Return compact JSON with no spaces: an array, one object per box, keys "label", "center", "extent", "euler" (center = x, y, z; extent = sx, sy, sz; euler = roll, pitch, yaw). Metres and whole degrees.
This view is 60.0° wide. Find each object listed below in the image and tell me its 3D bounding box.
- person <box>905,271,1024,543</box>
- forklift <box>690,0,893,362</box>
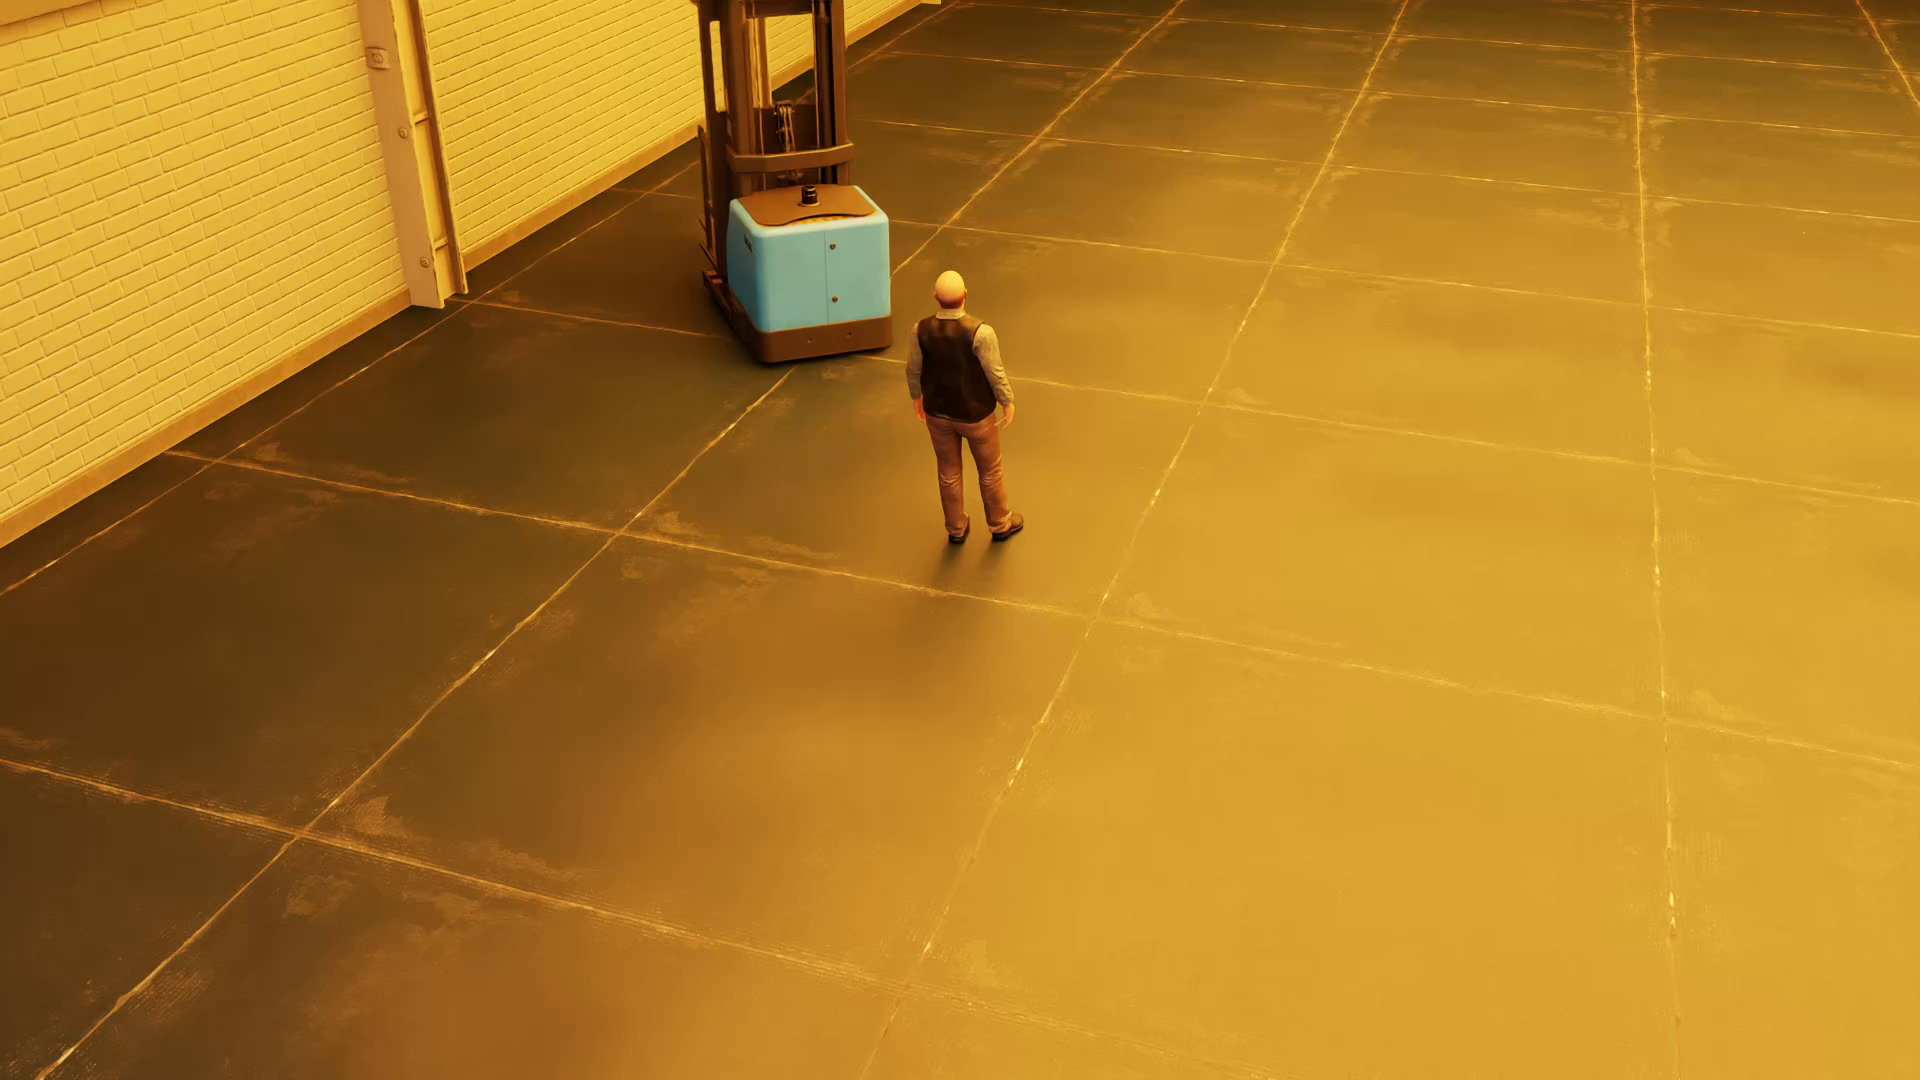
[{"label":"person","center":[0.027,-0.783,9.716],"extent":[0.633,1.722,0.566],"euler":[10,31,16]},{"label":"forklift","center":[-1.479,-3.296,12.918],"extent":[1.130,2.935,3.031],"euler":[-10,31,-17]}]
